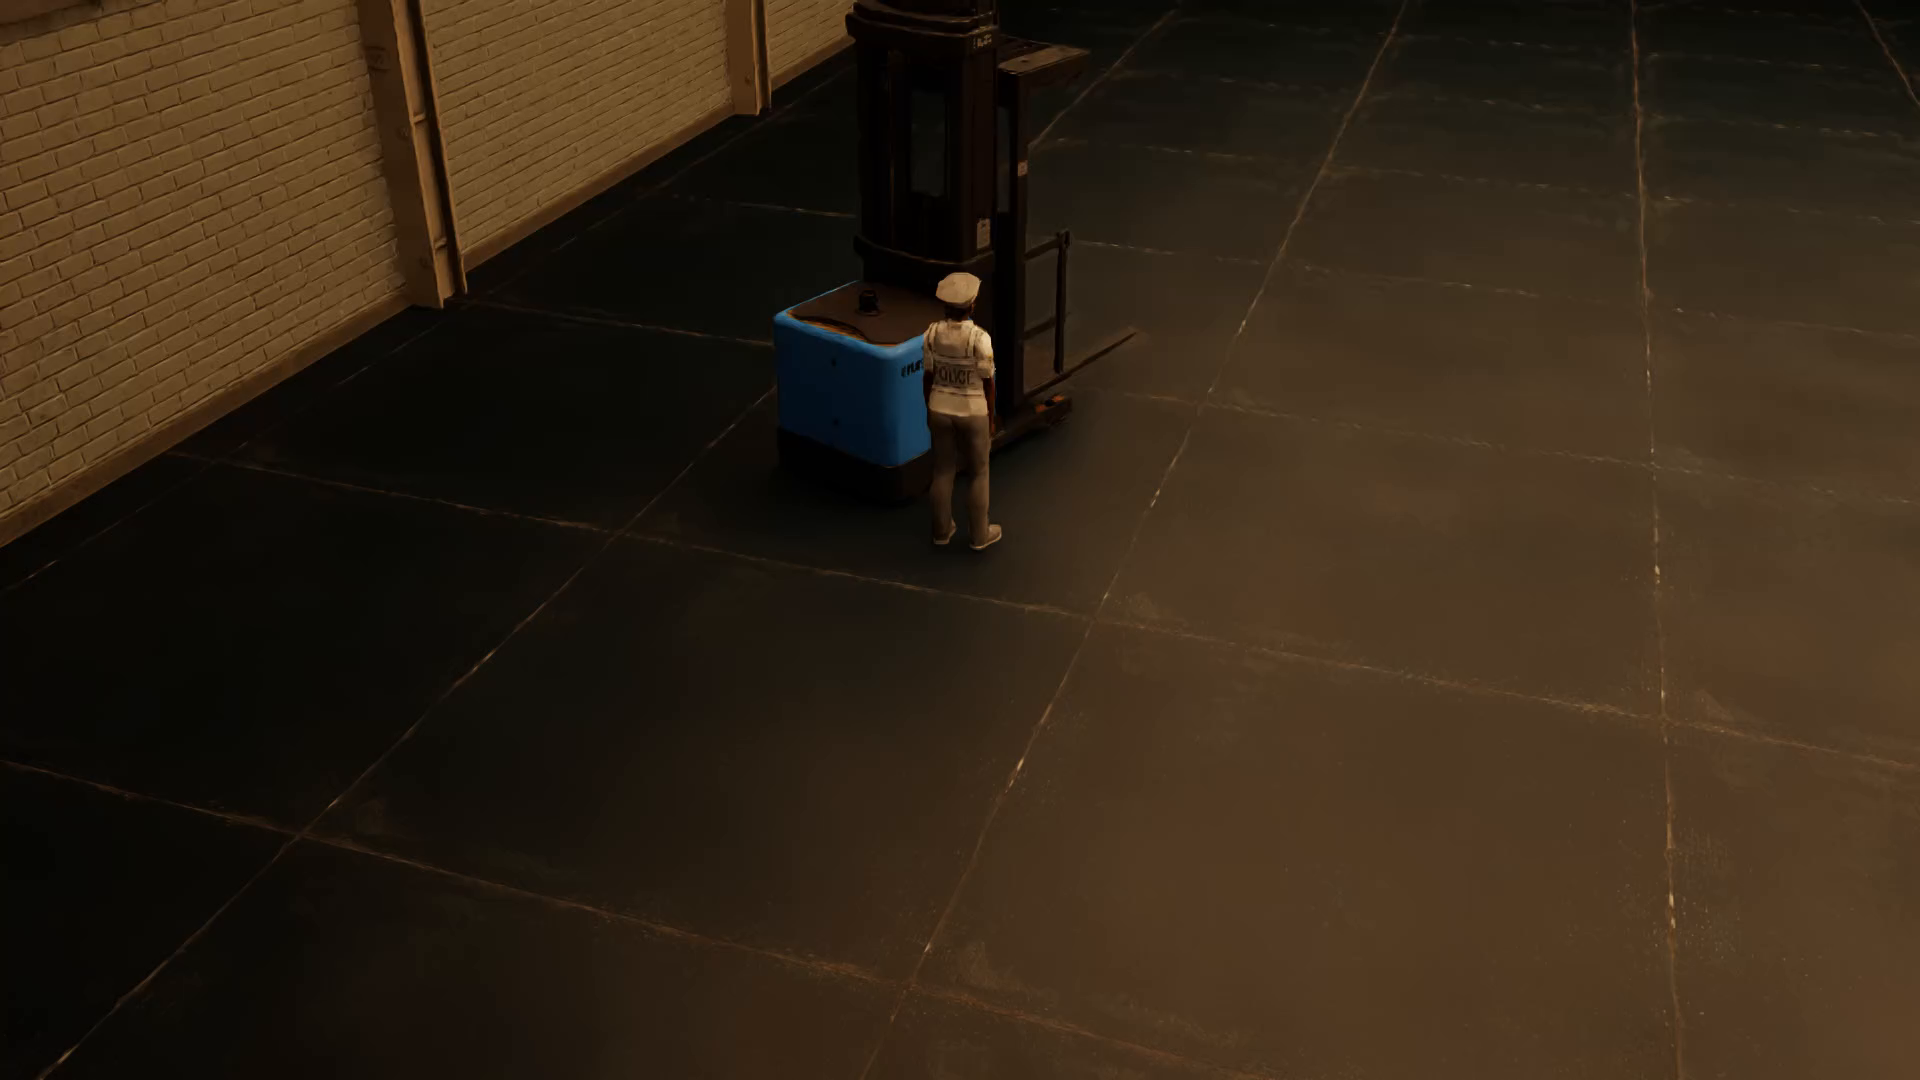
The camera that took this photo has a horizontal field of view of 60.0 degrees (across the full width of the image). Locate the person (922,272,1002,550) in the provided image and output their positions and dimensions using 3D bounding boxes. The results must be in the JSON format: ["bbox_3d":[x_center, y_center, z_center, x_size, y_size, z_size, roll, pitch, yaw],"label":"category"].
[{"bbox_3d":[0.013,-0.739,9.694,0.446,1.688,0.338,10,31,16],"label":"person"}]

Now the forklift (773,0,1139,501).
[{"bbox_3d":[0.126,-2.175,10.952,1.130,2.935,3.031,22,36,33],"label":"forklift"}]
